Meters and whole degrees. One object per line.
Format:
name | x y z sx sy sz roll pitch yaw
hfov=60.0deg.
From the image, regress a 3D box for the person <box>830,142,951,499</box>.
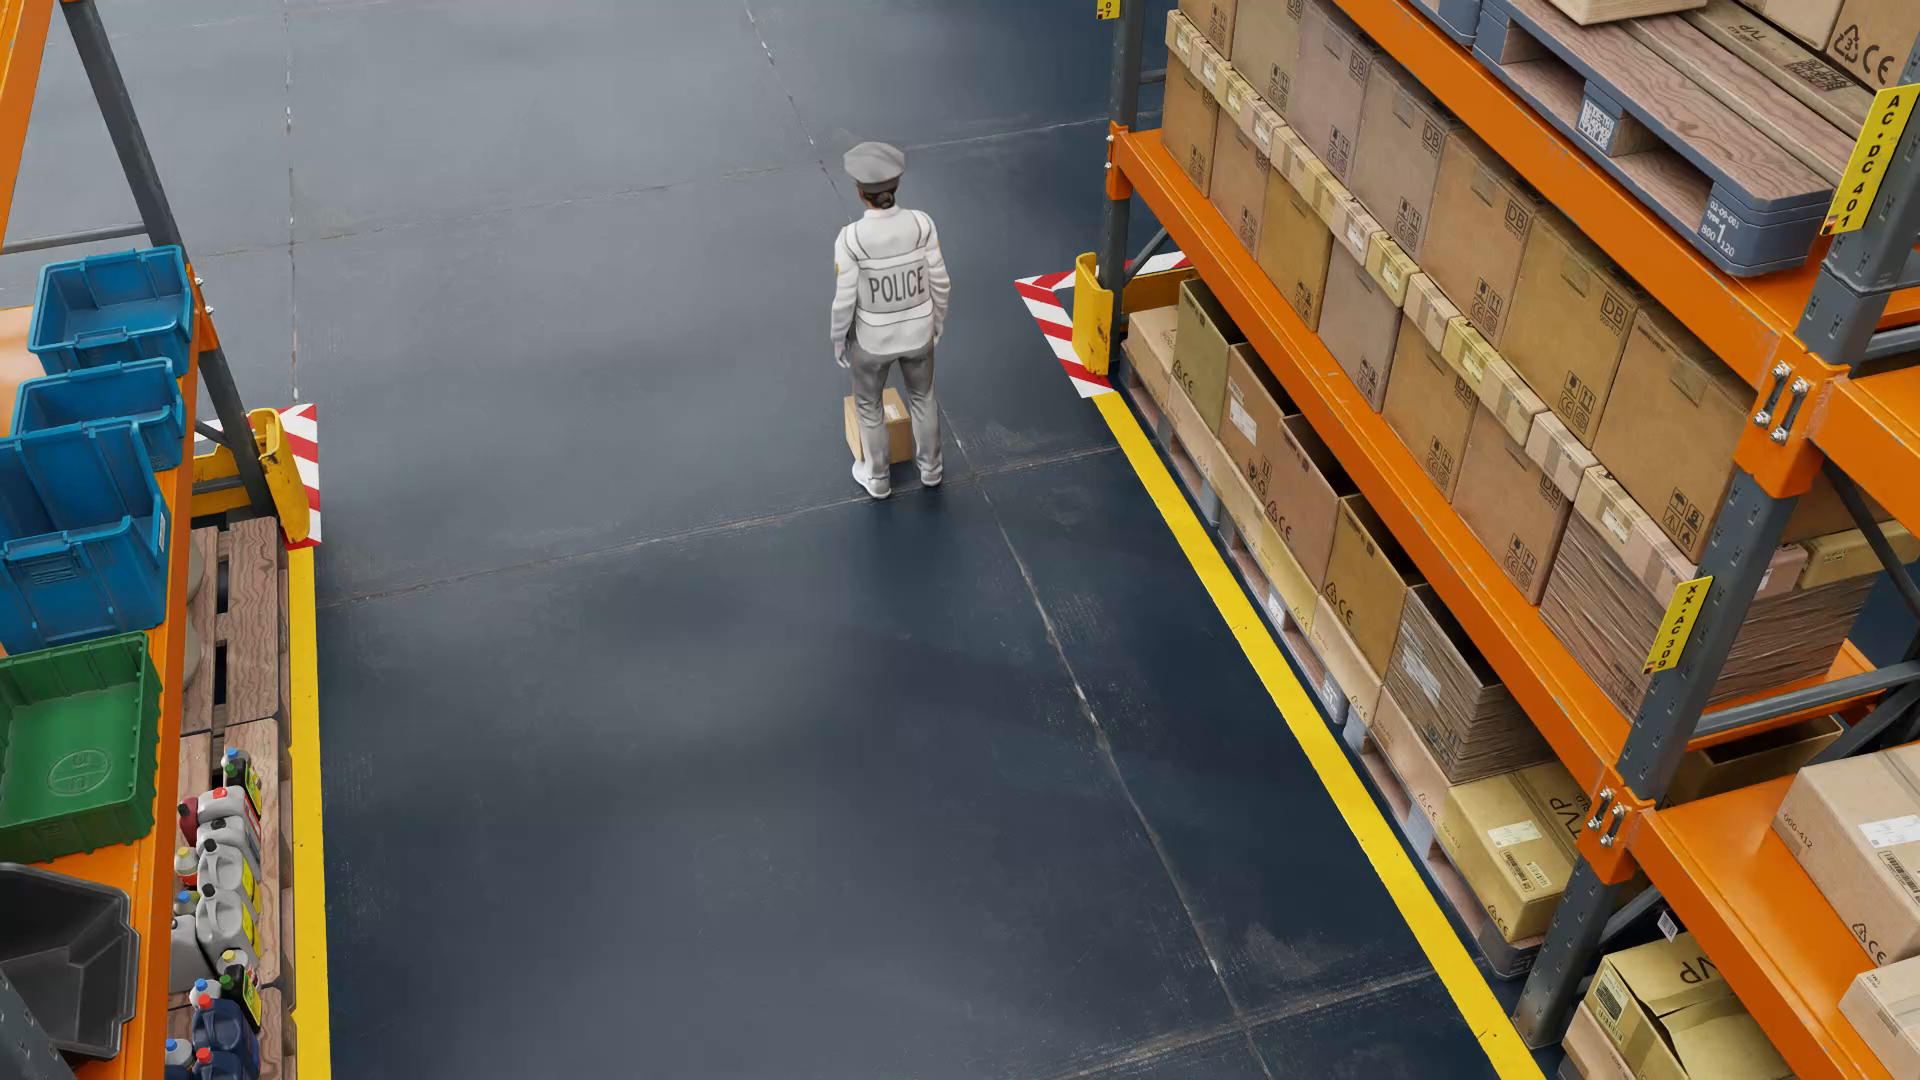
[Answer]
person | -0.302 -0.886 7.125 0.524 1.662 0.373 -14 44 -14
